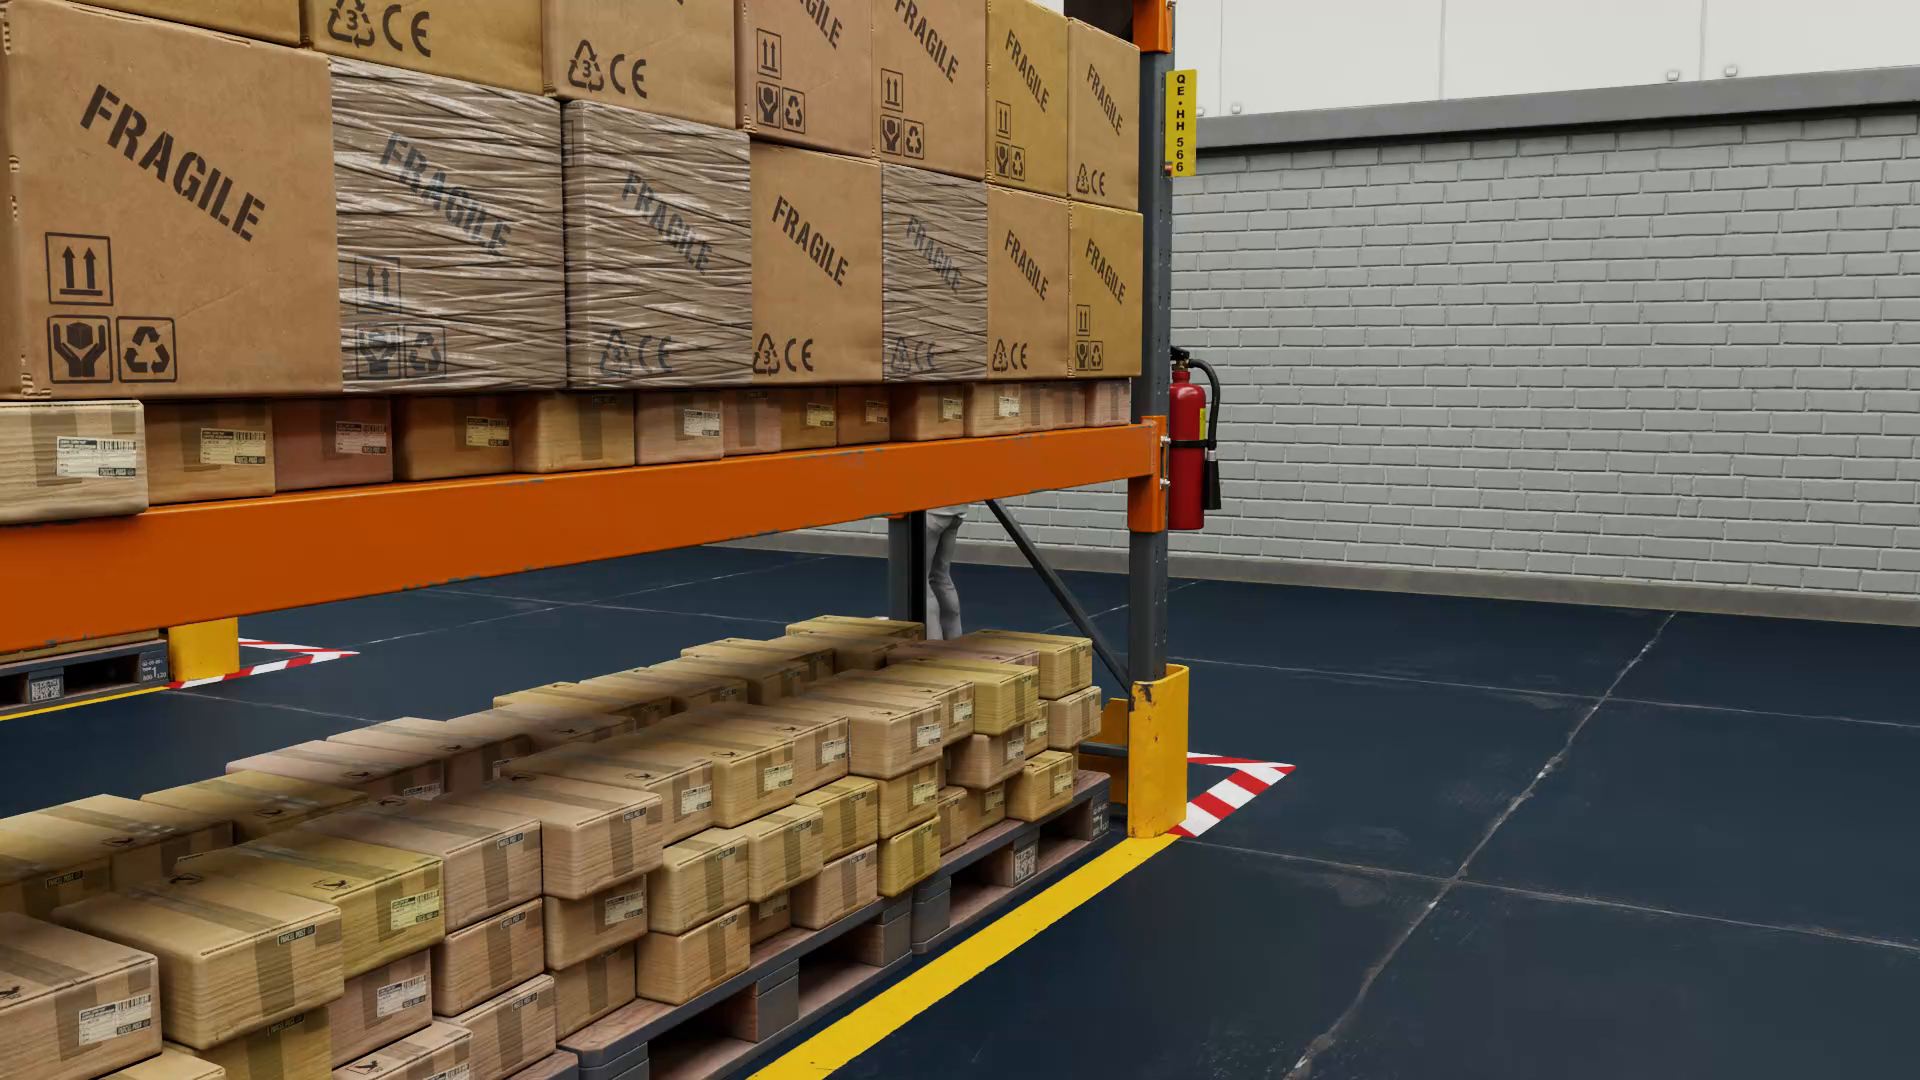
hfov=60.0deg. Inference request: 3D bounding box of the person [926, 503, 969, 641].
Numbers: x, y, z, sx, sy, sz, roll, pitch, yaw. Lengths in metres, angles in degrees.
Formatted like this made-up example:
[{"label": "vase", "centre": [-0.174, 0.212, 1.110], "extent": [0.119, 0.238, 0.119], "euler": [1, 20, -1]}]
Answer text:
[{"label": "person", "centre": [-0.141, -0.137, 7.851], "extent": [0.348, 1.591, 0.481], "euler": [3, 7, 25]}]
